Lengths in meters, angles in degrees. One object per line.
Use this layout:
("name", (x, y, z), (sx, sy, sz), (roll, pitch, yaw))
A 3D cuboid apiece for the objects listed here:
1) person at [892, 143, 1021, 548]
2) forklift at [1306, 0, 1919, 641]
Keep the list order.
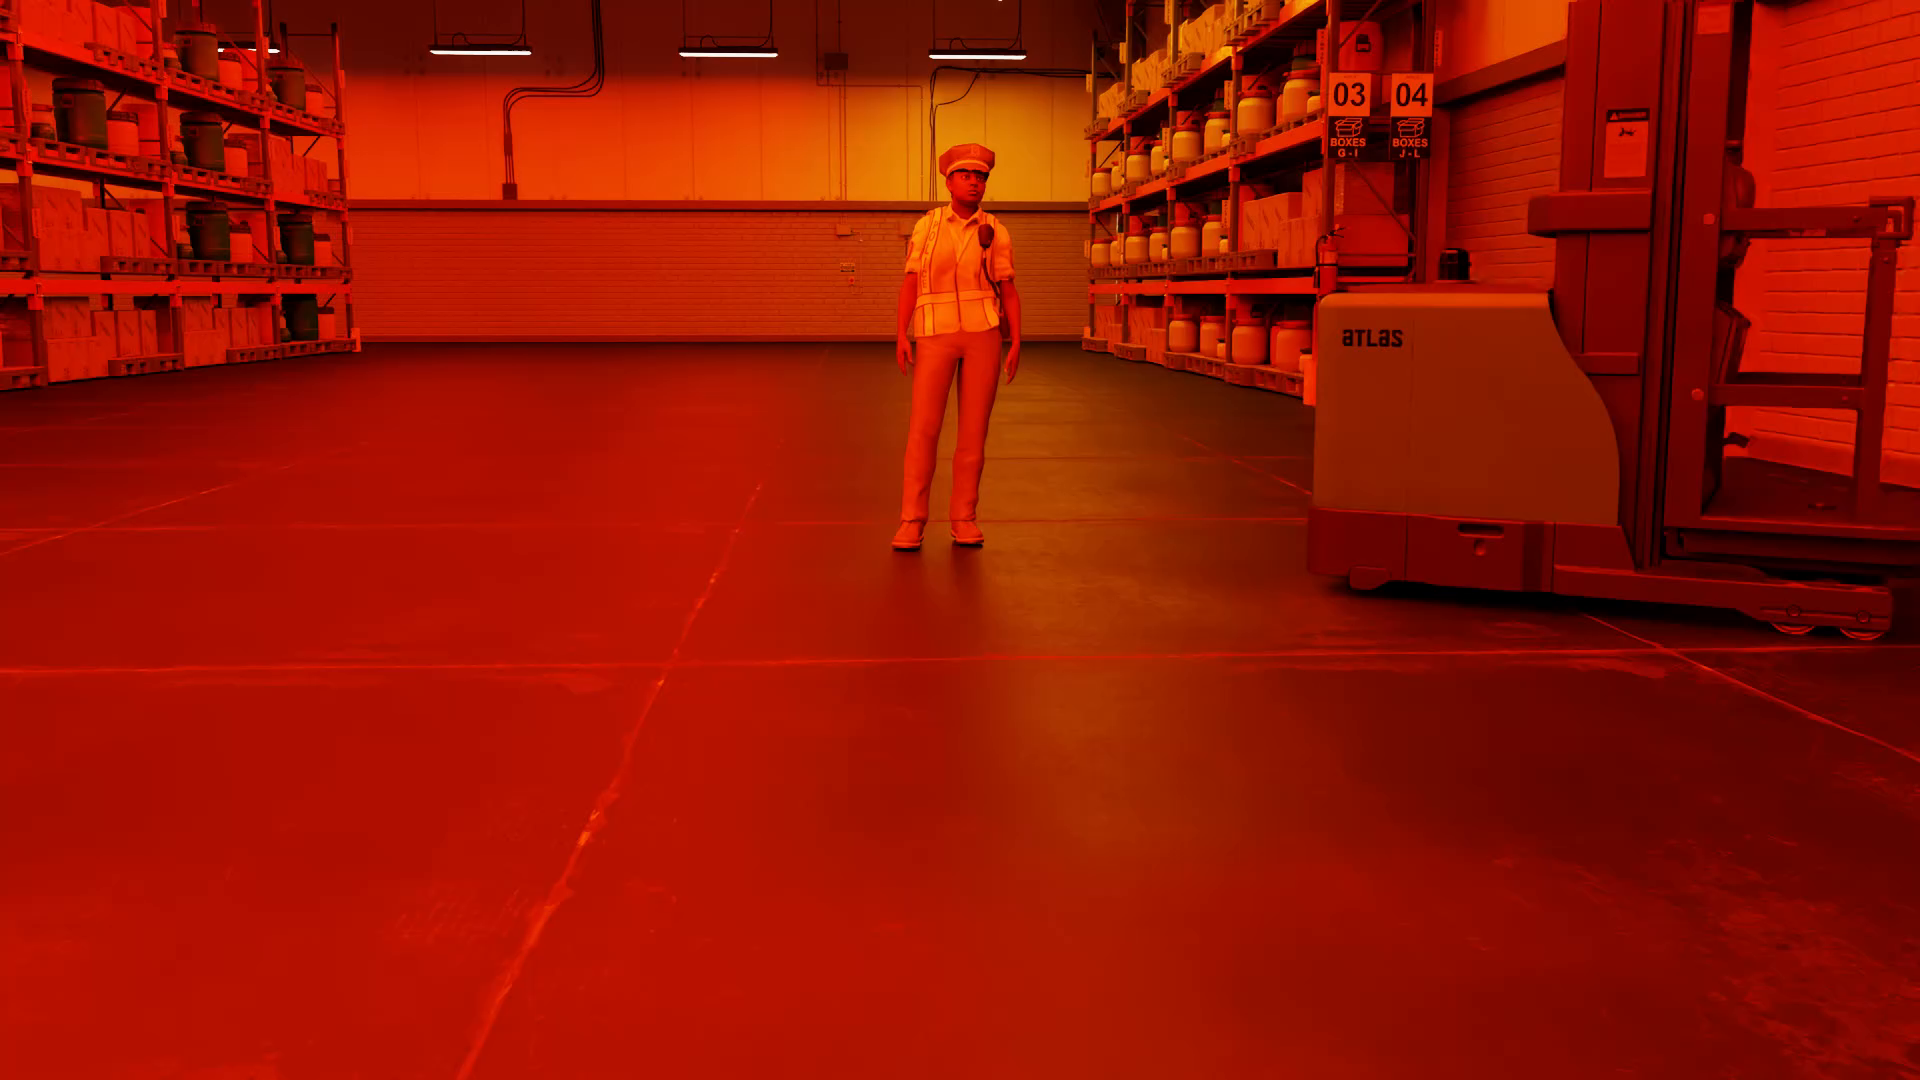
("person", (-0.015, -0.834, 7.109), (0.570, 1.695, 0.530), (-1, 8, -4))
("forklift", (2.812, -1.224, 5.573), (3.031, 2.935, 1.130), (4, 9, 27))
